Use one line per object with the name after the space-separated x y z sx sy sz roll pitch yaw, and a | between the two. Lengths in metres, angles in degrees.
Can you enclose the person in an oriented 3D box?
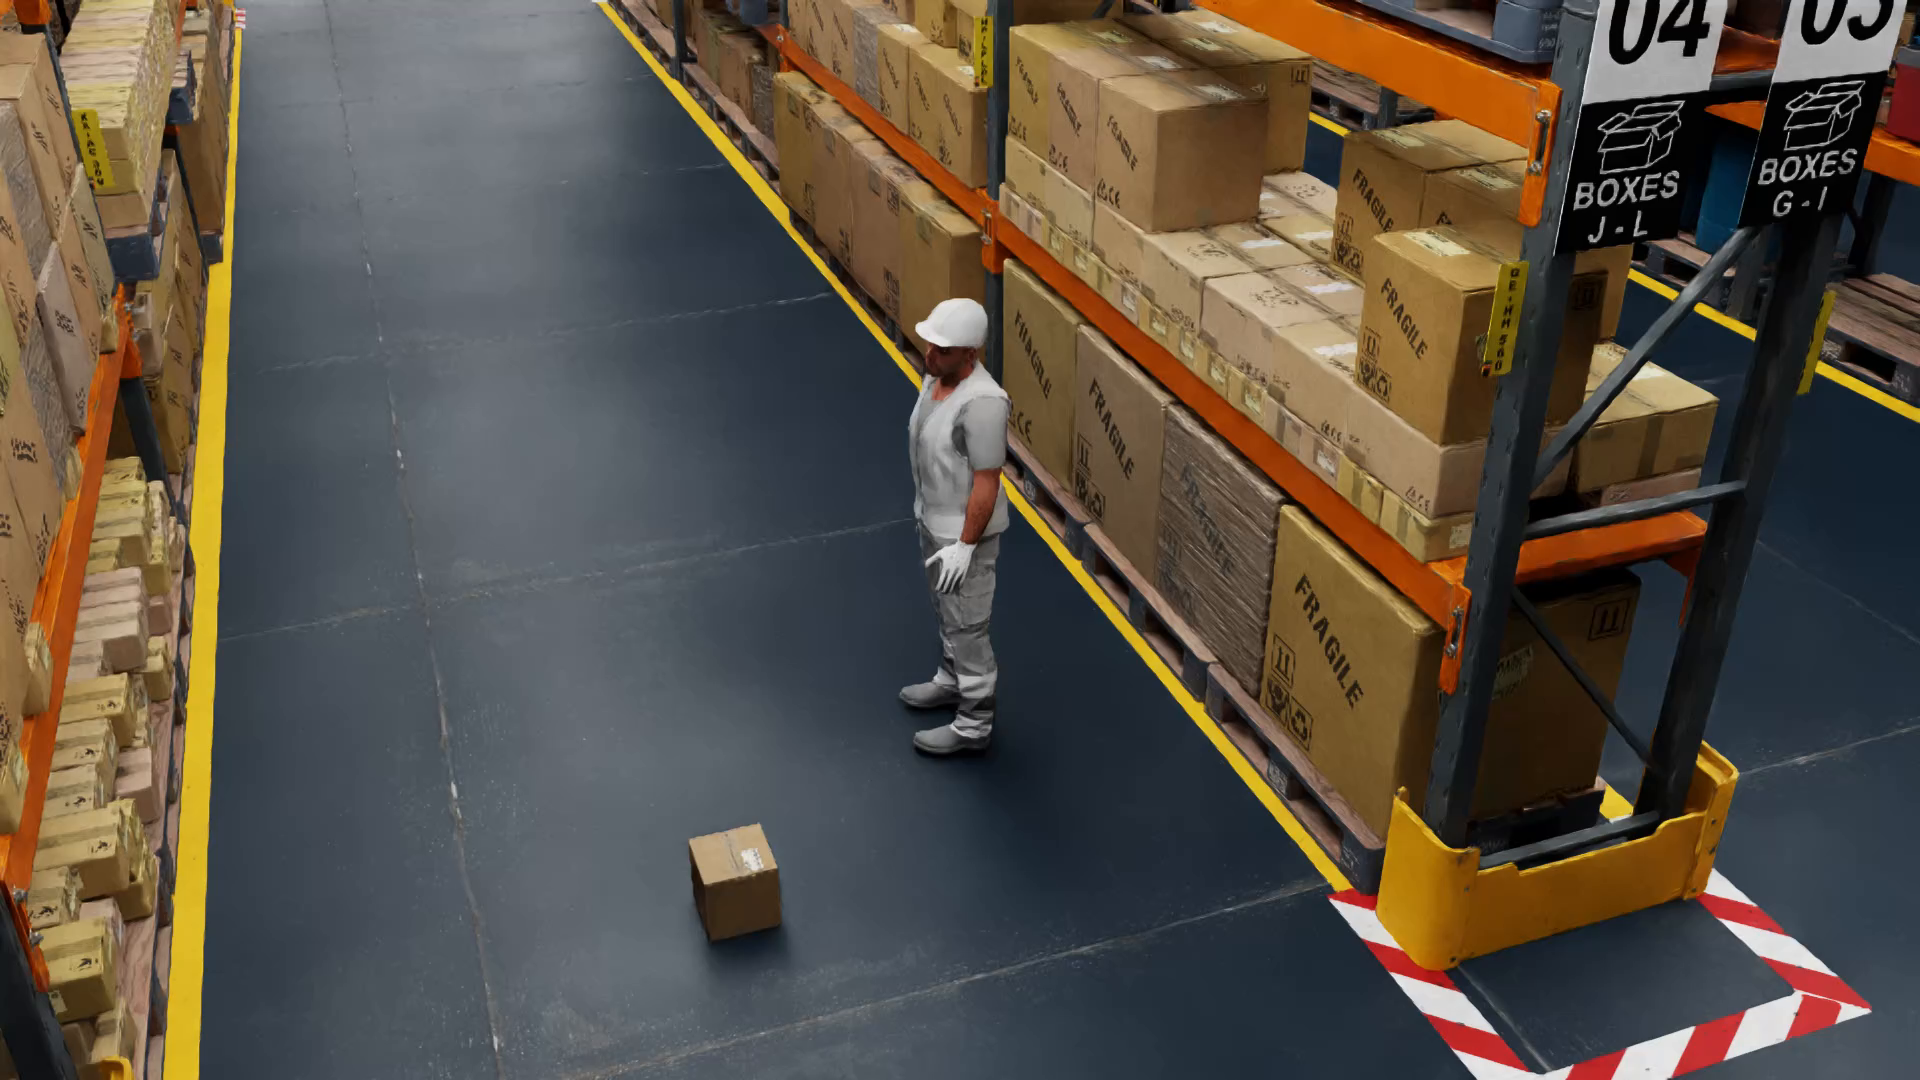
-0.031 -0.042 6.129 0.385 1.795 0.576 -11 31 -19 | person
